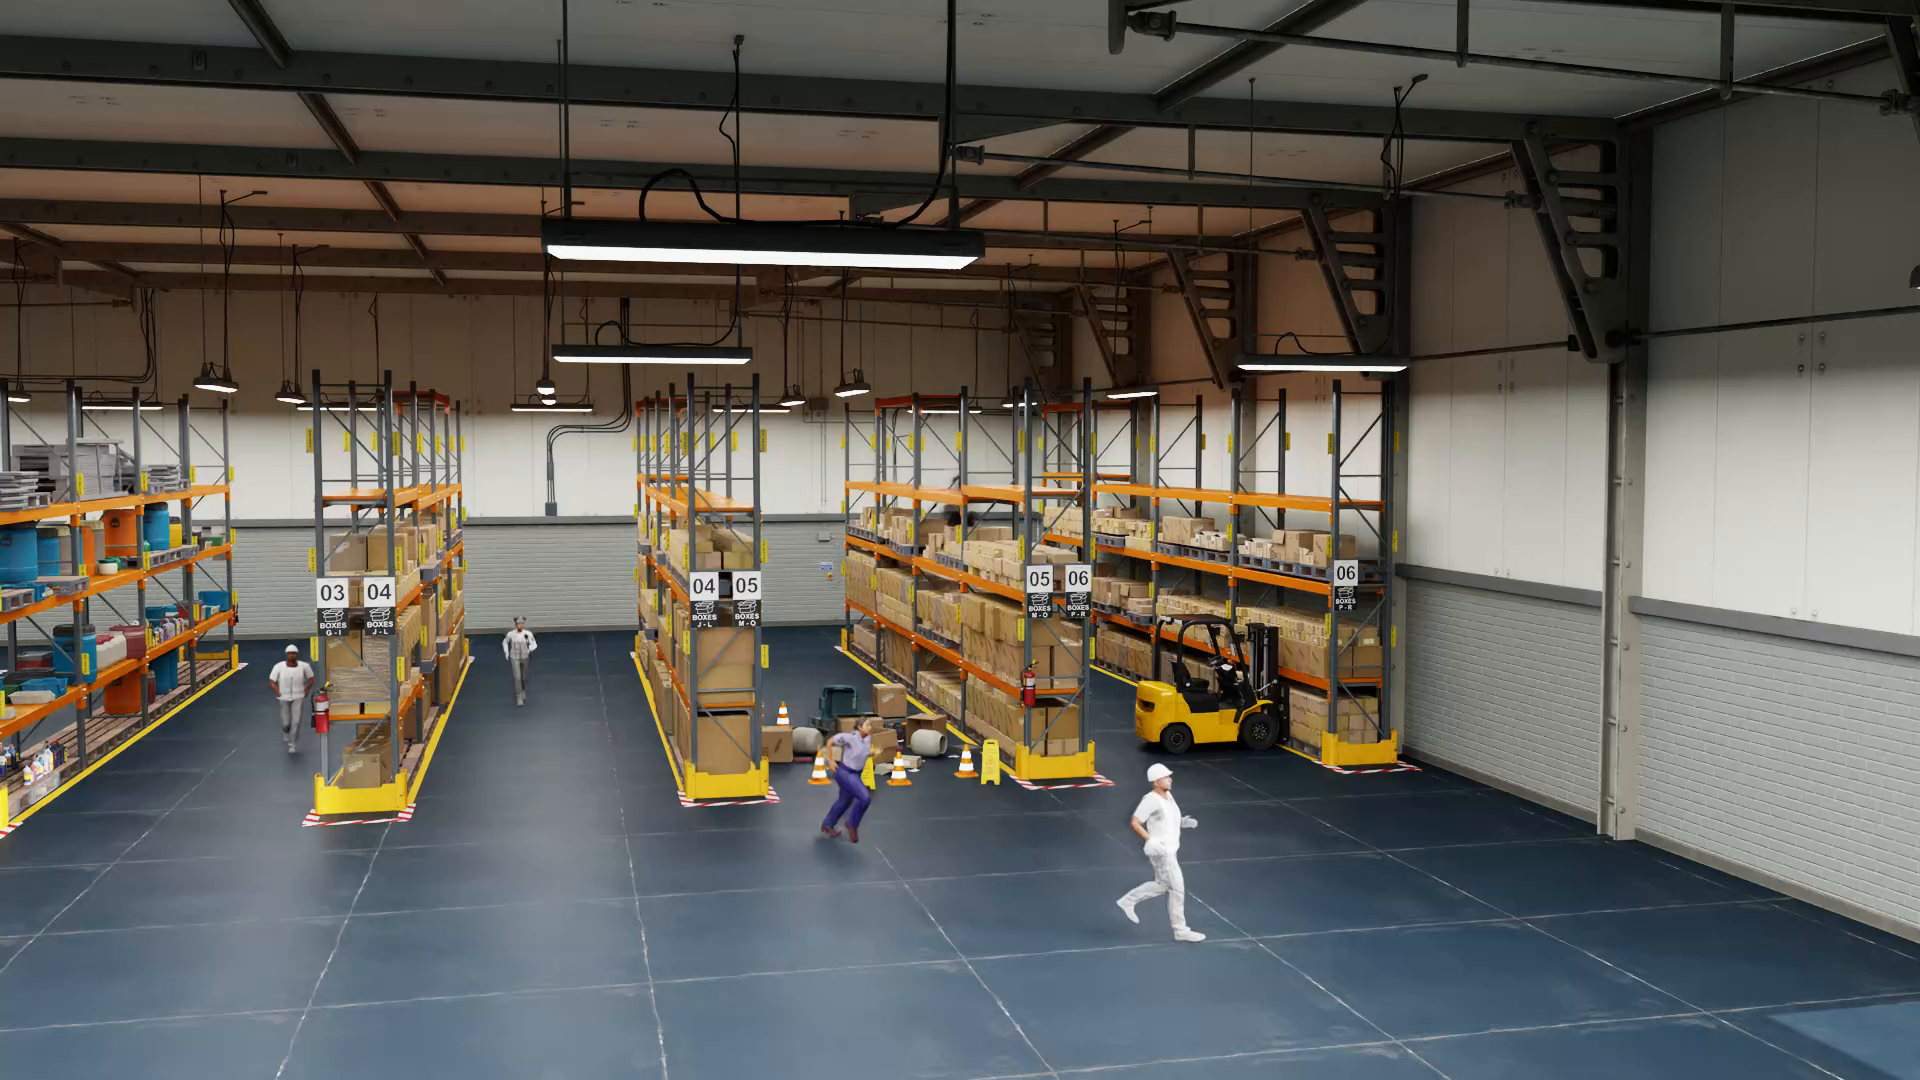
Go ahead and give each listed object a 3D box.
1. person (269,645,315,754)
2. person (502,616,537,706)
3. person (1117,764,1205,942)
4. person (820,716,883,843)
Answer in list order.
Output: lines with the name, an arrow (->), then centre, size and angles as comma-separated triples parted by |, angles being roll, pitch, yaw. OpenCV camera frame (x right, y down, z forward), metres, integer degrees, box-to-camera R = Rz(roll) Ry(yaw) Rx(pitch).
person -> -10.851, 2.569, 27.023 | 0.697, 1.743, 0.768 | -1, 4, -23
person -> -8.470, 2.298, 32.011 | 0.631, 1.691, 0.847 | -1, 4, -21
person -> 2.023, 3.141, 16.801 | 0.946, 1.763, 0.696 | 1, 4, 20
person -> -1.388, 3.003, 20.923 | 0.888, 1.584, 0.601 | 1, 4, 24
